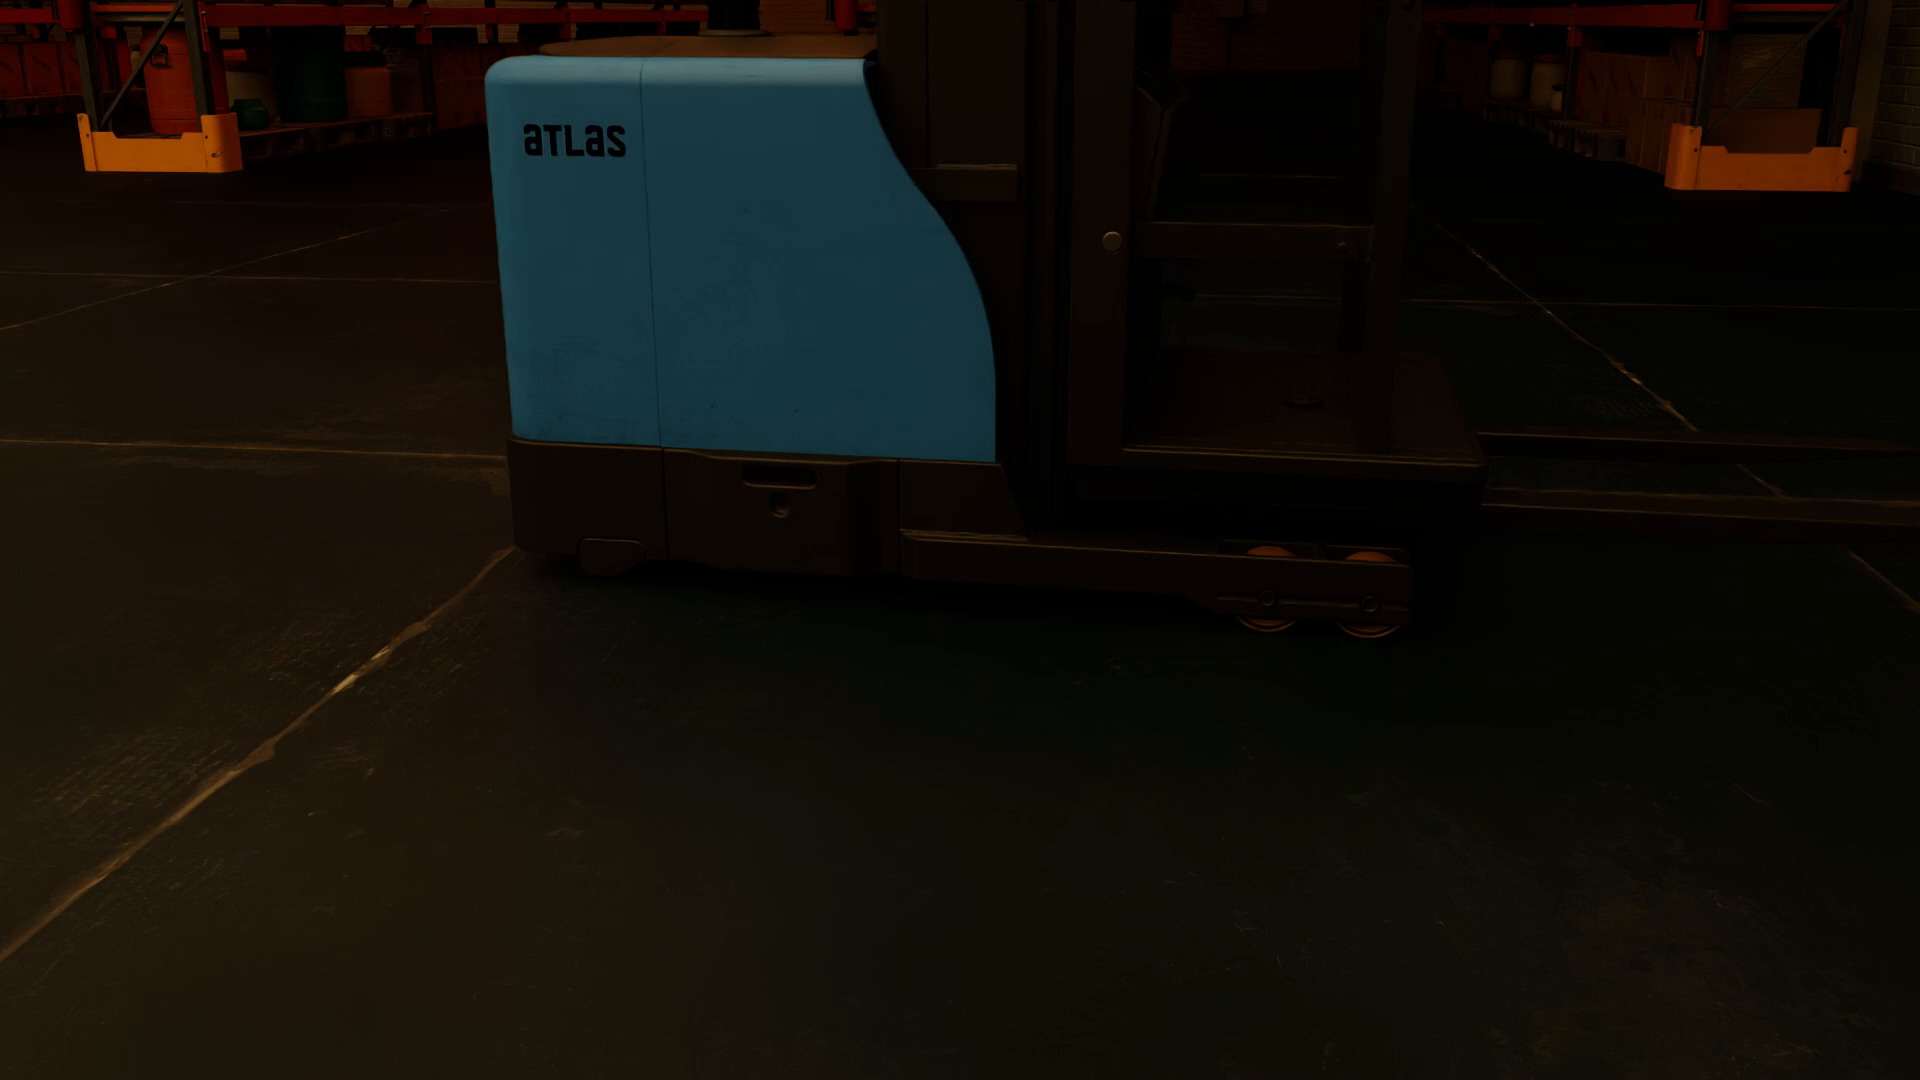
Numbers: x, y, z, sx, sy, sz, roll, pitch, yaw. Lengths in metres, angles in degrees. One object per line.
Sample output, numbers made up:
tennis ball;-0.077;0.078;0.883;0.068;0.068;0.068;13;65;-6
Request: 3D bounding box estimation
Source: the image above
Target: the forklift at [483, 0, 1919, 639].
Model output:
forklift;0.607;-1.380;3.327;3.031;2.935;1.130;3;18;10
